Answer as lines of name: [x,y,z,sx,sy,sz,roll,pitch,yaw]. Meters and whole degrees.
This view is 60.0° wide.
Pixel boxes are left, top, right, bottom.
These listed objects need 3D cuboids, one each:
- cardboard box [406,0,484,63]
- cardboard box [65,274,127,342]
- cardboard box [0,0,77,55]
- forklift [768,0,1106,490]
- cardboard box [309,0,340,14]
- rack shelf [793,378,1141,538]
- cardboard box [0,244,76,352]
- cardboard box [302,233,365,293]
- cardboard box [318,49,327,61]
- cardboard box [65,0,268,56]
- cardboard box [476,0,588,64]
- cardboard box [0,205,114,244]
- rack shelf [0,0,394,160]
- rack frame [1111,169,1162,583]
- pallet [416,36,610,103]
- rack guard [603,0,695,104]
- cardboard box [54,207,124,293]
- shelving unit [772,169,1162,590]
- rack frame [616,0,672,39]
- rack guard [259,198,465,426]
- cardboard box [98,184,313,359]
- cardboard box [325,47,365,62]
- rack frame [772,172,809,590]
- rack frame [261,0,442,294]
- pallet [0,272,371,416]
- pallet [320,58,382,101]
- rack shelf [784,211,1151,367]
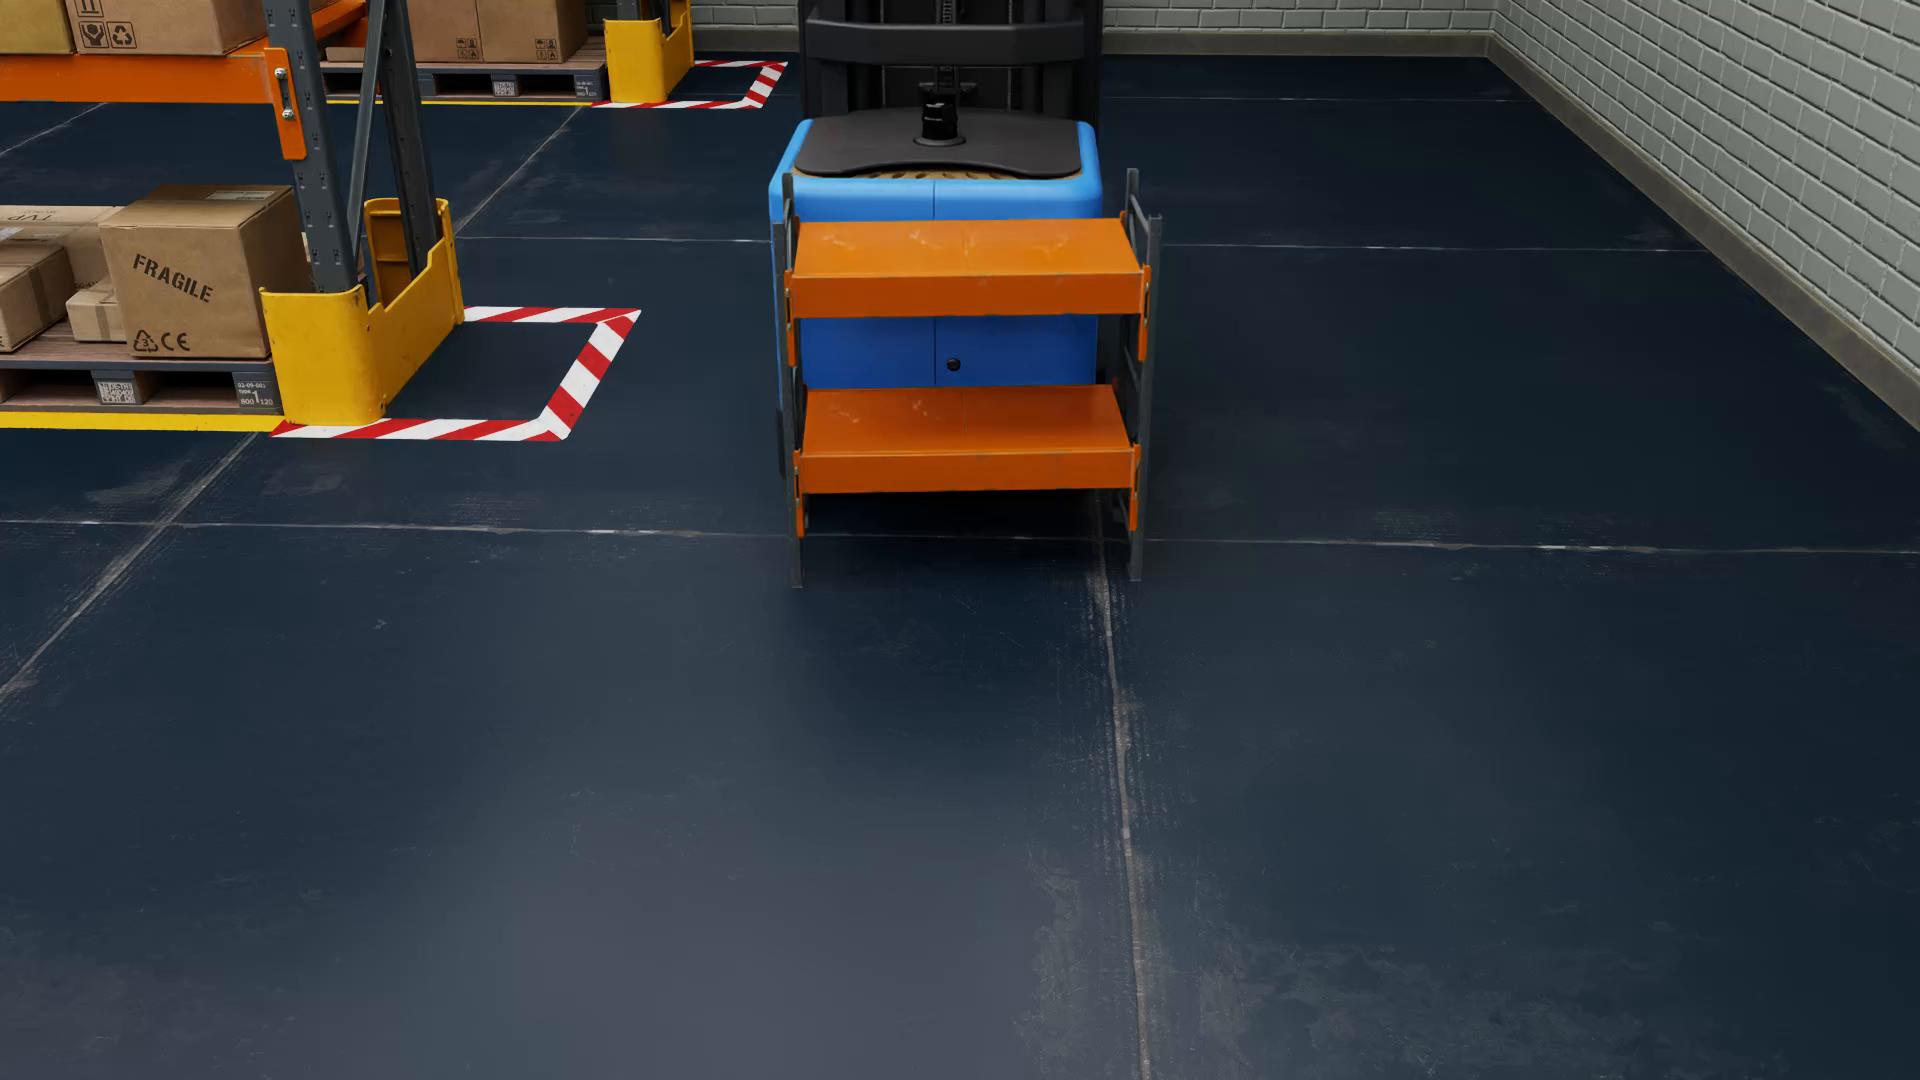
cardboard box: [-3.232,-3.384,10.652,0.500,0.500,0.700,1,28,2]
cardboard box: [-3.153,-0.897,6.294,0.250,0.166,0.380,1,28,2]
cardboard box: [-3.176,-1.943,5.605,0.500,0.500,0.500,1,28,2]
forklift: [-0.025,-2.110,6.101,1.130,2.935,3.031,1,28,2]
cardboard box: [-2.634,-2.187,6.065,0.500,0.500,0.500,2,28,3]
rack shelf: [0.012,-0.260,5.061,1.000,0.278,0.538,-1,28,-2]
cardboard box: [-3.700,-0.915,6.239,0.500,0.250,0.500,1,28,2]
cardboard box: [-2.606,-1.114,6.723,0.250,0.149,0.380,1,28,2]
cardboard box: [-4.268,-3.398,10.678,0.500,0.500,0.700,2,28,3]
cardboard box: [-2.657,-1.936,5.592,0.500,0.500,0.500,2,28,3]
cardboard box: [-2.732,-3.376,10.637,0.500,0.500,0.700,1,28,2]
cardboard box: [-3.733,-1.149,6.682,0.500,0.250,0.500,1,28,2]
rack shelf: [-4.199,-1.727,6.073,4.000,0.370,1.077,1,28,2]
rack frame: [0.520,-0.486,4.965,0.032,1.125,0.500,-1,28,-2]
pallet: [-2.831,-3.075,10.825,1.213,0.211,1.003,1,28,2]
rack guard: [-2.005,-3.226,10.801,0.348,0.500,1.175,1,28,2]
cardboard box: [-3.233,-1.141,6.666,0.500,0.250,0.500,1,28,2]
shelving unit: [0.012,-0.476,4.946,1.048,1.125,0.538,-1,28,-2]
rack frame: [-2.029,-4.330,10.216,0.127,3.000,1.000,1,28,2]
rack guard: [-2.276,-0.908,6.430,0.348,0.500,1.175,1,28,2]
cardboard box: [-2.752,-0.995,6.124,0.500,0.500,0.500,1,28,2]
cardboard box: [-3.734,-3.392,10.668,0.500,0.500,0.700,0,28,0]
rack frame: [-0.496,-0.466,4.928,0.032,1.125,0.500,-1,28,-2]
rack frame: [-2.200,-2.012,5.842,0.127,3.000,1.000,1,28,2]
pallet: [-3.072,-0.793,6.522,1.213,0.211,1.003,1,28,2]
pallet: [-4.047,-3.096,10.866,1.213,0.211,1.003,1,28,2]
rack shelf: [0.012,-0.734,4.809,1.000,0.278,0.538,-1,28,-2]
